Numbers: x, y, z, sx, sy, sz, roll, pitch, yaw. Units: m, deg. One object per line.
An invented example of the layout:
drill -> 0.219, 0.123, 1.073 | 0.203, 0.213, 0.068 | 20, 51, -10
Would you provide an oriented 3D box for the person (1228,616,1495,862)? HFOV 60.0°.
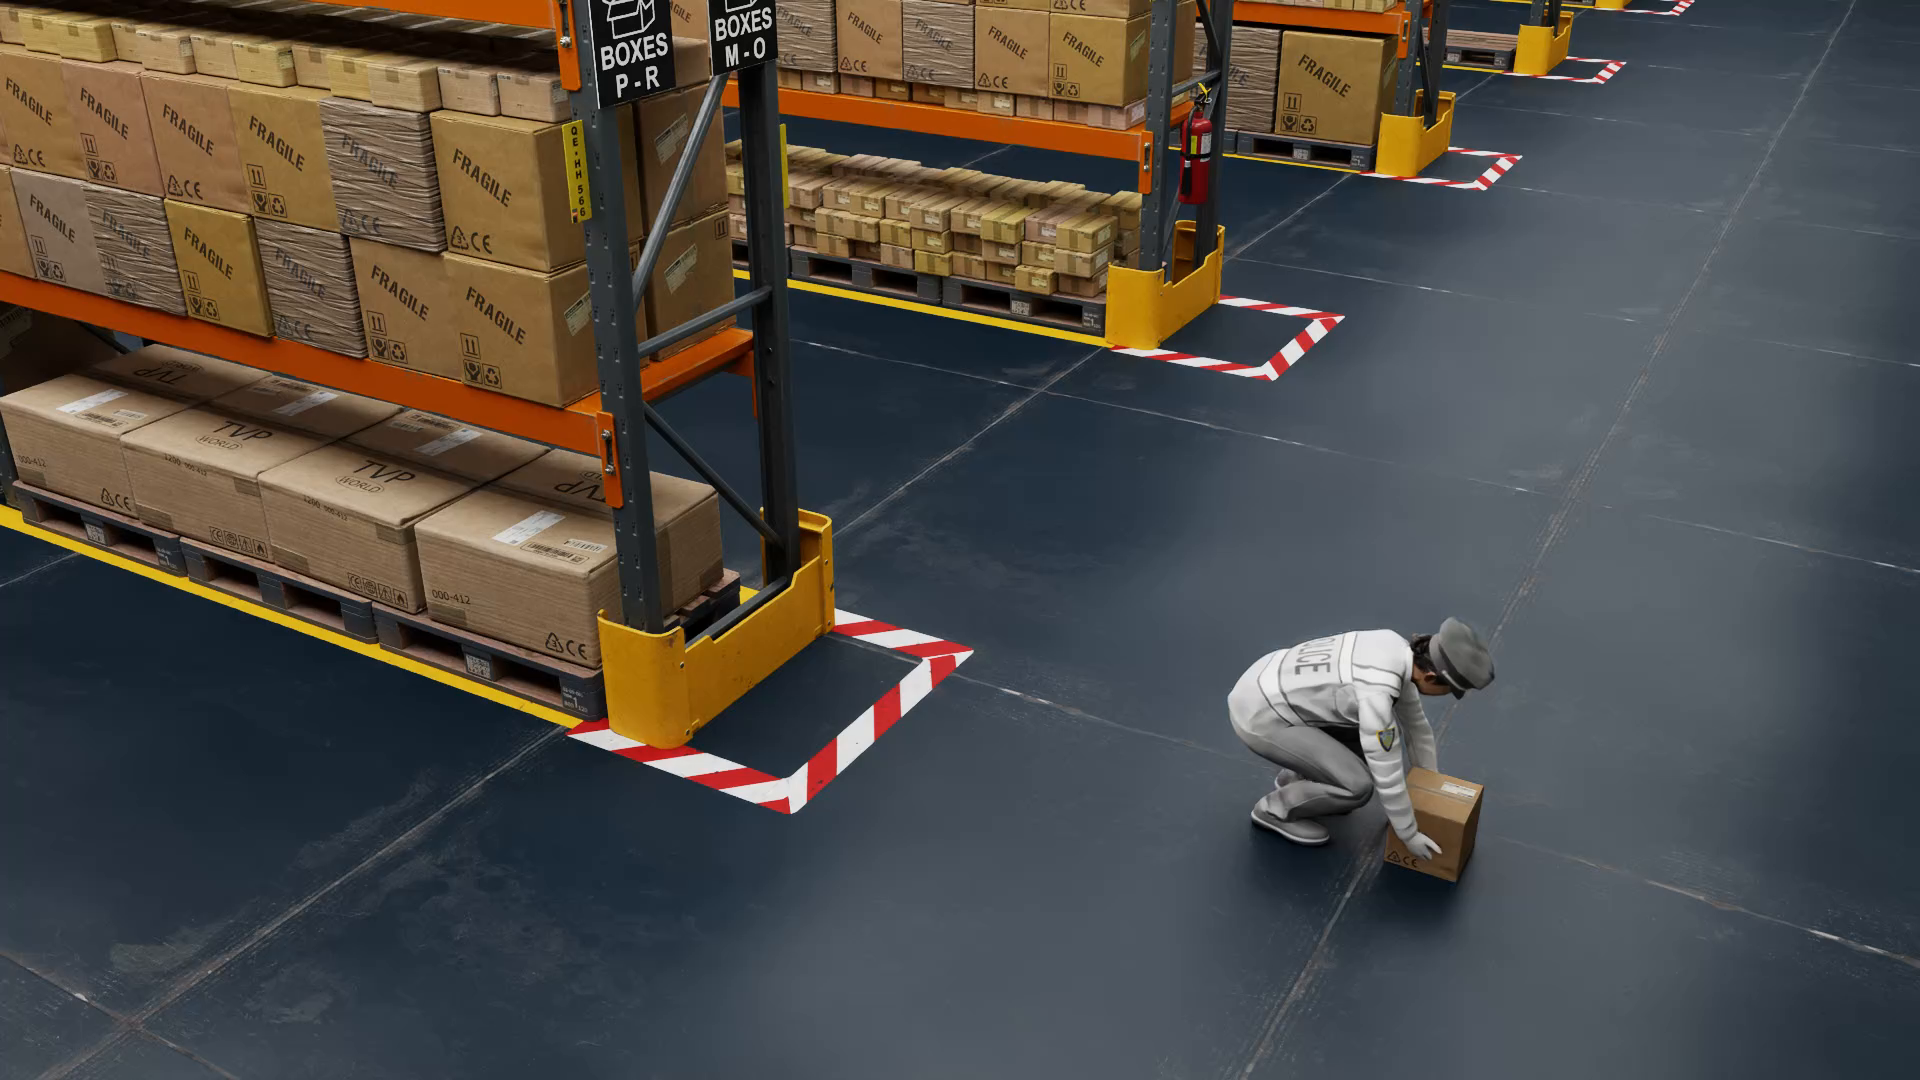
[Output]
person -> 1.363, 0.629, 5.751 | 0.856, 0.876, 0.483 | 14, 30, 26
